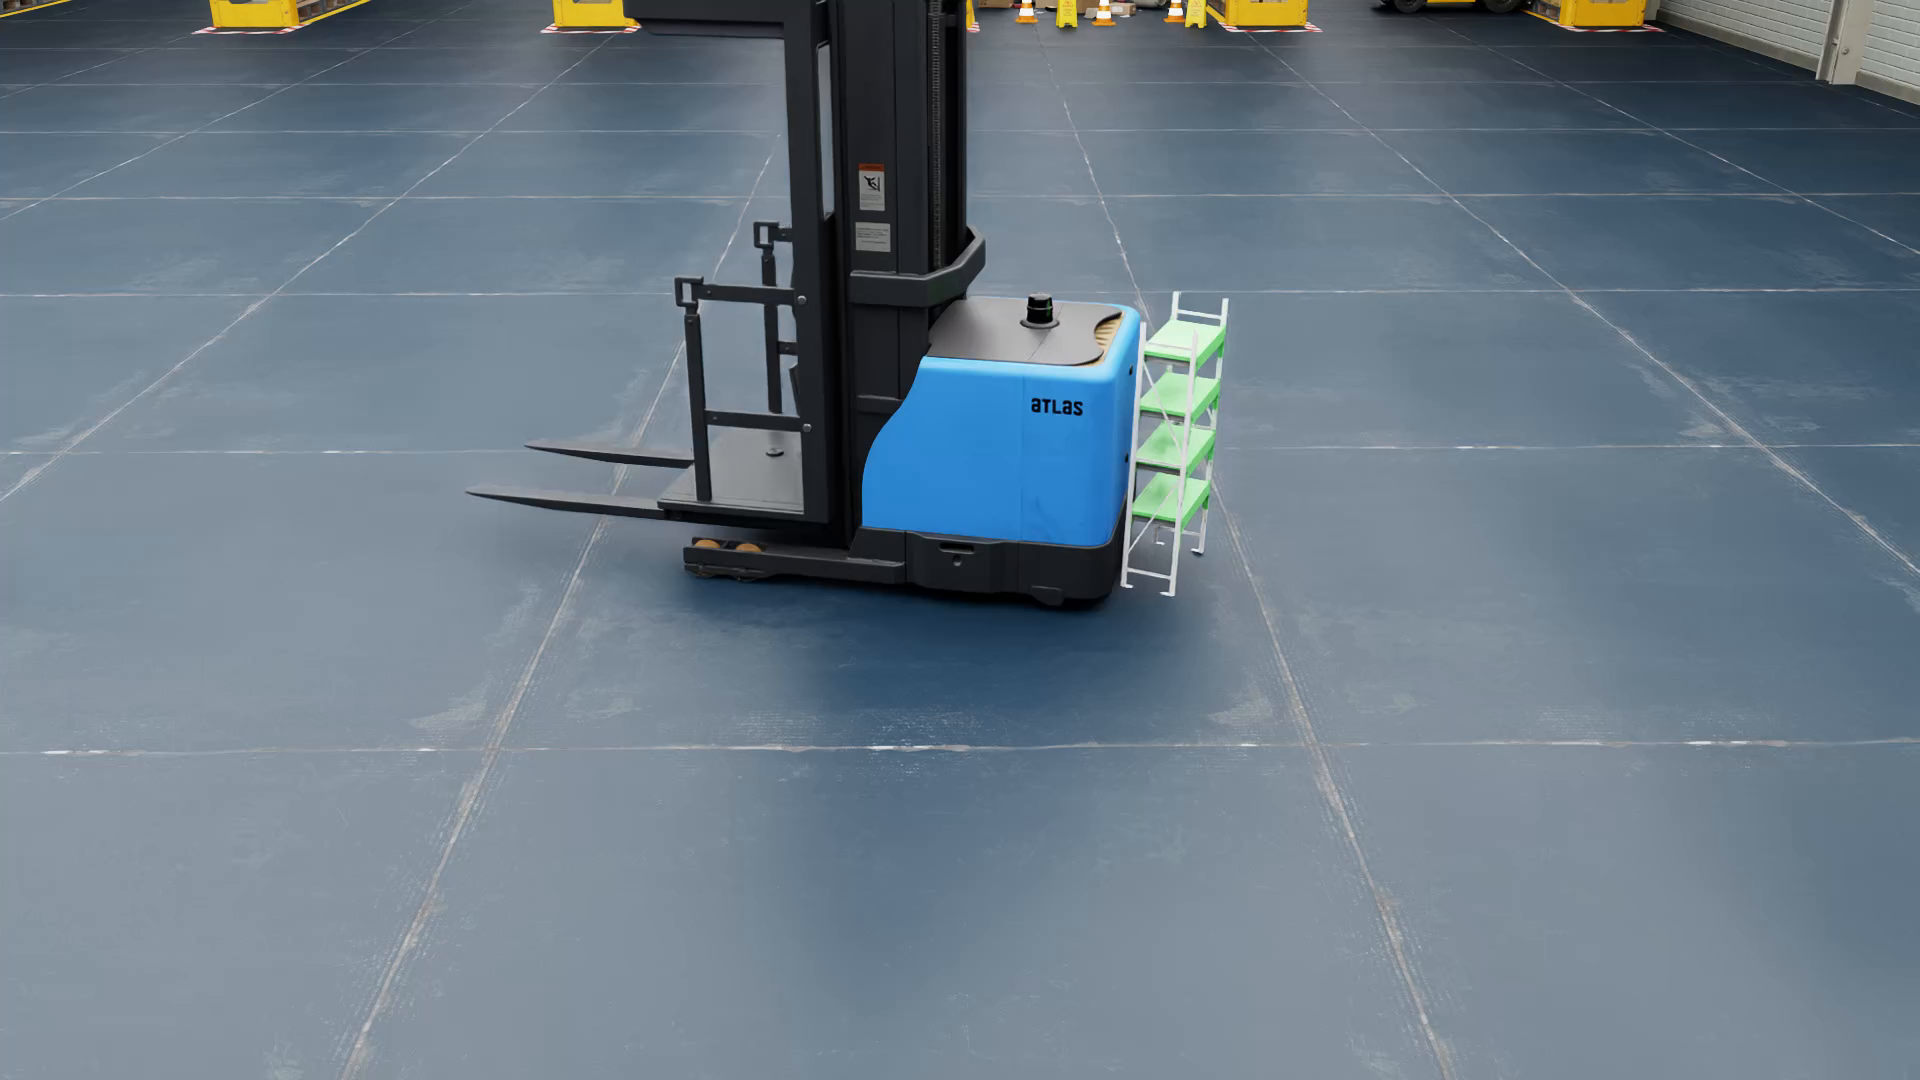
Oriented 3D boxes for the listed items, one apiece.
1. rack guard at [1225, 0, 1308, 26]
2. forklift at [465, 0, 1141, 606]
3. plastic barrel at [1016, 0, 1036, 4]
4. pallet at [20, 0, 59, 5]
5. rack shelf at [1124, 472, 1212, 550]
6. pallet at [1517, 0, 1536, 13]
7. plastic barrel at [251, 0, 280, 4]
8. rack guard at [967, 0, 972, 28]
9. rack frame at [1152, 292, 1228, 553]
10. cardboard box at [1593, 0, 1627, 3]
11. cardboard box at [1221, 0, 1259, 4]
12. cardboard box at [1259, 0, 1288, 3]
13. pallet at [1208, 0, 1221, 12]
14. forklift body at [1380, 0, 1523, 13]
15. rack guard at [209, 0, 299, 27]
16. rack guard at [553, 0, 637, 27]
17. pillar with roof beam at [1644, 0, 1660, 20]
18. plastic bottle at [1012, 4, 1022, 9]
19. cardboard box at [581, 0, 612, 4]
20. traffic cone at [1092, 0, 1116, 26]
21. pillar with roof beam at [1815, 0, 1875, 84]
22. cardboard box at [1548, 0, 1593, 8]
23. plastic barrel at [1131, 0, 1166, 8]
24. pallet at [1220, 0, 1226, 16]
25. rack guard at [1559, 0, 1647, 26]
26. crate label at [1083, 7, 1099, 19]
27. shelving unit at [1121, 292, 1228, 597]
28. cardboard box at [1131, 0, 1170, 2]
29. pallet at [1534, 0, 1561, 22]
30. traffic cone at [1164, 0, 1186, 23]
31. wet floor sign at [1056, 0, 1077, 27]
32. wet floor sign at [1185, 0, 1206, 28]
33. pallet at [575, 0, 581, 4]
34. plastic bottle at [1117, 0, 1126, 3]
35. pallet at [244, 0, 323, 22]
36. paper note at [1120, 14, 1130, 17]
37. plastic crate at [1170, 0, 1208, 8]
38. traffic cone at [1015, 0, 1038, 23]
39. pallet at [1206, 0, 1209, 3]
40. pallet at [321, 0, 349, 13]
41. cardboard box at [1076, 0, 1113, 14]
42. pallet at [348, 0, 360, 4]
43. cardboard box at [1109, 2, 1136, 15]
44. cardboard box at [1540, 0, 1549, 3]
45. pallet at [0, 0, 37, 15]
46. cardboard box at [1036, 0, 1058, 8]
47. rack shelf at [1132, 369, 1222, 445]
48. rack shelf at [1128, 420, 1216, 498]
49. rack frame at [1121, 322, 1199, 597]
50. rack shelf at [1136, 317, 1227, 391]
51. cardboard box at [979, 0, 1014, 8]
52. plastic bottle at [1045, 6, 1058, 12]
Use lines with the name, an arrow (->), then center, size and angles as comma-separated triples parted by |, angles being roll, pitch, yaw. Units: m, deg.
rack guard -> 4.533, -7.890, 24.587 | 1.175, 0.500, 0.348 | 0, 24, -1
forklift -> -0.749, -1.356, 7.191 | 3.031, 2.935, 1.130 | 5, 25, 11
plastic barrel -> 1.088, -8.947, 27.019 | 0.512, 0.421, 0.421 | 19, 30, 35
pallet -> -15.358, -8.960, 27.304 | 1.003, 0.211, 1.213 | 0, 24, -1
rack shelf -> 0.918, -0.139, 7.329 | 0.258, 0.148, 0.480 | 11, 27, 20
pallet -> 9.437, -8.567, 26.436 | 1.003, 0.211, 1.213 | 0, 24, -1
plastic barrel -> -10.412, -8.259, 24.880 | 0.421, 0.512, 0.421 | 0, 24, 0
rack guard -> -0.414, -7.784, 24.355 | 1.175, 0.500, 0.348 | 0, 24, -1
rack frame -> 1.020, -0.507, 7.406 | 0.240, 1.200, 0.015 | 11, 27, 20
cardboard box -> 9.688, -8.163, 24.985 | 0.500, 0.250, 0.500 | 0, 24, 0
cardboard box -> 4.256, -8.277, 25.239 | 0.500, 0.250, 0.500 | 0, 24, -1
cardboard box -> 4.802, -8.269, 25.221 | 0.500, 0.250, 0.500 | 0, 24, -1
pallet -> 4.549, -8.594, 26.496 | 1.003, 0.211, 1.213 | 0, 24, -1
forklift body -> 7.652, -9.407, 25.940 | 2.313, 2.155, 1.214 | 0, 24, -1
rack guard -> -10.376, -7.823, 24.439 | 1.175, 0.500, 0.348 | 0, 24, -1
rack guard -> -5.376, -7.845, 24.489 | 1.175, 0.500, 0.348 | 0, 24, -1
pillar with roof beam -> 6.086, -12.026, 23.420 | 9.100, 9.000, 0.400 | 0, 24, -1
plastic bottle -> 0.984, -8.507, 26.486 | 0.283, 0.061, 0.133 | -9, 26, -19
cardboard box -> -5.365, -8.262, 24.902 | 0.500, 0.500, 0.500 | 4, 25, 9
traffic cone -> 2.133, -7.868, 24.584 | 0.336, 0.463, 0.334 | 0, 24, -1
pillar with roof beam -> 6.152, -9.554, 17.954 | 9.100, 9.000, 0.400 | 0, 24, -1
cardboard box -> 9.176, -8.152, 24.961 | 0.500, 0.250, 0.500 | 0, 24, 0
plastic barrel -> 2.998, -8.668, 26.401 | 0.512, 0.421, 0.421 | 19, 30, 35
pallet -> 4.560, -8.093, 25.388 | 1.003, 0.211, 1.213 | 0, 24, -1
rack guard -> 9.498, -7.872, 24.549 | 1.175, 0.500, 0.348 | 0, 24, -1
crate label -> 2.063, -8.043, 25.367 | 0.250, 0.136, 0.298 | -14, 28, -28
shelving unit -> 0.927, -0.414, 7.201 | 0.258, 1.200, 0.503 | 11, 27, 20
cardboard box -> 3.141, -9.060, 27.172 | 0.500, 0.500, 0.500 | 19, 30, 35
pallet -> 9.447, -8.065, 25.327 | 1.003, 0.211, 1.213 | 0, 24, -1
traffic cone -> 3.239, -8.013, 24.905 | 0.336, 0.463, 0.334 | 0, 24, -1
wet floor sign -> 1.566, -7.858, 24.340 | 0.267, 0.644, 0.232 | -4, 25, -10
wet floor sign -> 3.466, -7.841, 24.305 | 0.267, 0.644, 0.232 | 8, 26, 18
pallet -> -5.350, -8.048, 25.289 | 1.003, 0.211, 1.213 | 0, 24, -1
plastic bottle -> 2.629, -8.766, 27.059 | 0.133, 0.061, 0.283 | 4, 25, 9
pallet -> -10.379, -8.026, 25.239 | 1.003, 0.211, 1.213 | 0, 24, -1
paper note -> 2.533, -8.025, 25.456 | 0.148, 0.019, 0.142 | -9, 26, -19
plastic crate -> 3.688, -8.665, 26.811 | 0.402, 0.080, 0.583 | -9, 26, -19
traffic cone -> 1.000, -8.003, 24.883 | 0.336, 0.463, 0.334 | 0, 24, -1
pallet -> 4.533, -9.098, 27.611 | 1.003, 0.211, 1.213 | 0, 24, -1
pallet -> -10.390, -8.527, 26.348 | 1.003, 0.211, 1.213 | 0, 24, -1
cardboard box -> 1.983, -8.572, 26.093 | 0.797, 0.503, 0.637 | -19, 31, -36
pallet -> -10.406, -9.031, 27.462 | 1.003, 0.211, 1.213 | 0, 24, -1
cardboard box -> 2.500, -8.229, 25.764 | 0.380, 0.149, 0.250 | 13, 27, 27
cardboard box -> 9.180, -8.357, 25.414 | 0.500, 0.250, 0.500 | 0, 24, -1
pallet -> -15.342, -8.456, 26.189 | 1.003, 0.211, 1.213 | 0, 24, -1
cardboard box -> 1.402, -8.636, 26.522 | 0.396, 0.266, 0.258 | 4, 25, 9
rack shelf -> 0.932, -0.574, 7.126 | 0.258, 0.148, 0.480 | 11, 27, 20
rack shelf -> 0.925, -0.356, 7.228 | 0.258, 0.148, 0.480 | 11, 27, 20
rack frame -> 0.834, -0.321, 6.995 | 0.240, 1.200, 0.015 | 11, 27, 20
rack shelf -> 0.938, -0.791, 7.025 | 0.258, 0.148, 0.480 | 11, 27, 20
cardboard box -> 0.585, -8.809, 26.617 | 0.500, 0.500, 0.500 | 4, 25, 9
plastic bottle -> 1.427, -8.359, 26.157 | 0.133, 0.061, 0.283 | -9, 26, -19
